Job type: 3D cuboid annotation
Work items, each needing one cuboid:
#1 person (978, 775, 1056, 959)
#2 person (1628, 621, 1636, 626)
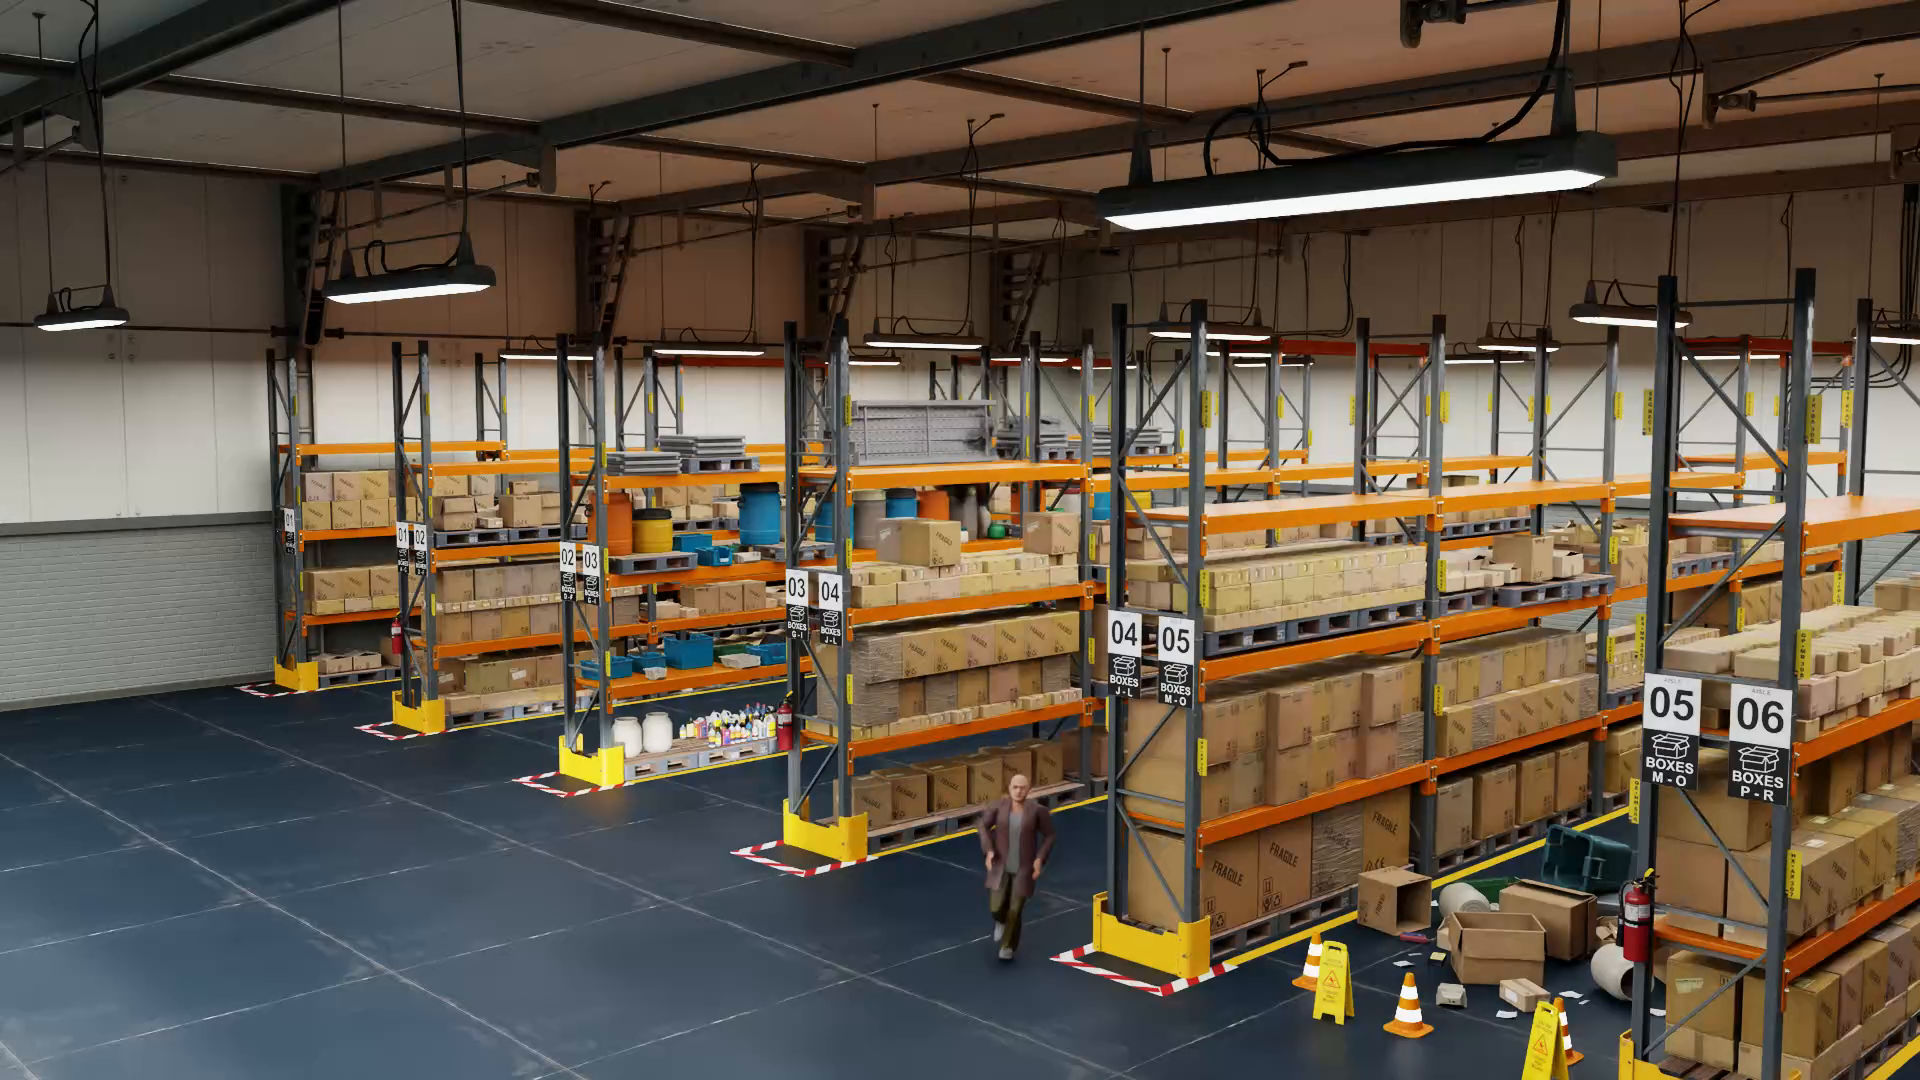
[{"bbox_3d":[0.514,3.000,15.278,0.734,1.709,0.580,1,5,12],"label":"person"},{"bbox_3d":[10.845,2.104,26.388,0.889,1.696,0.690,-3,6,-32],"label":"person"}]
